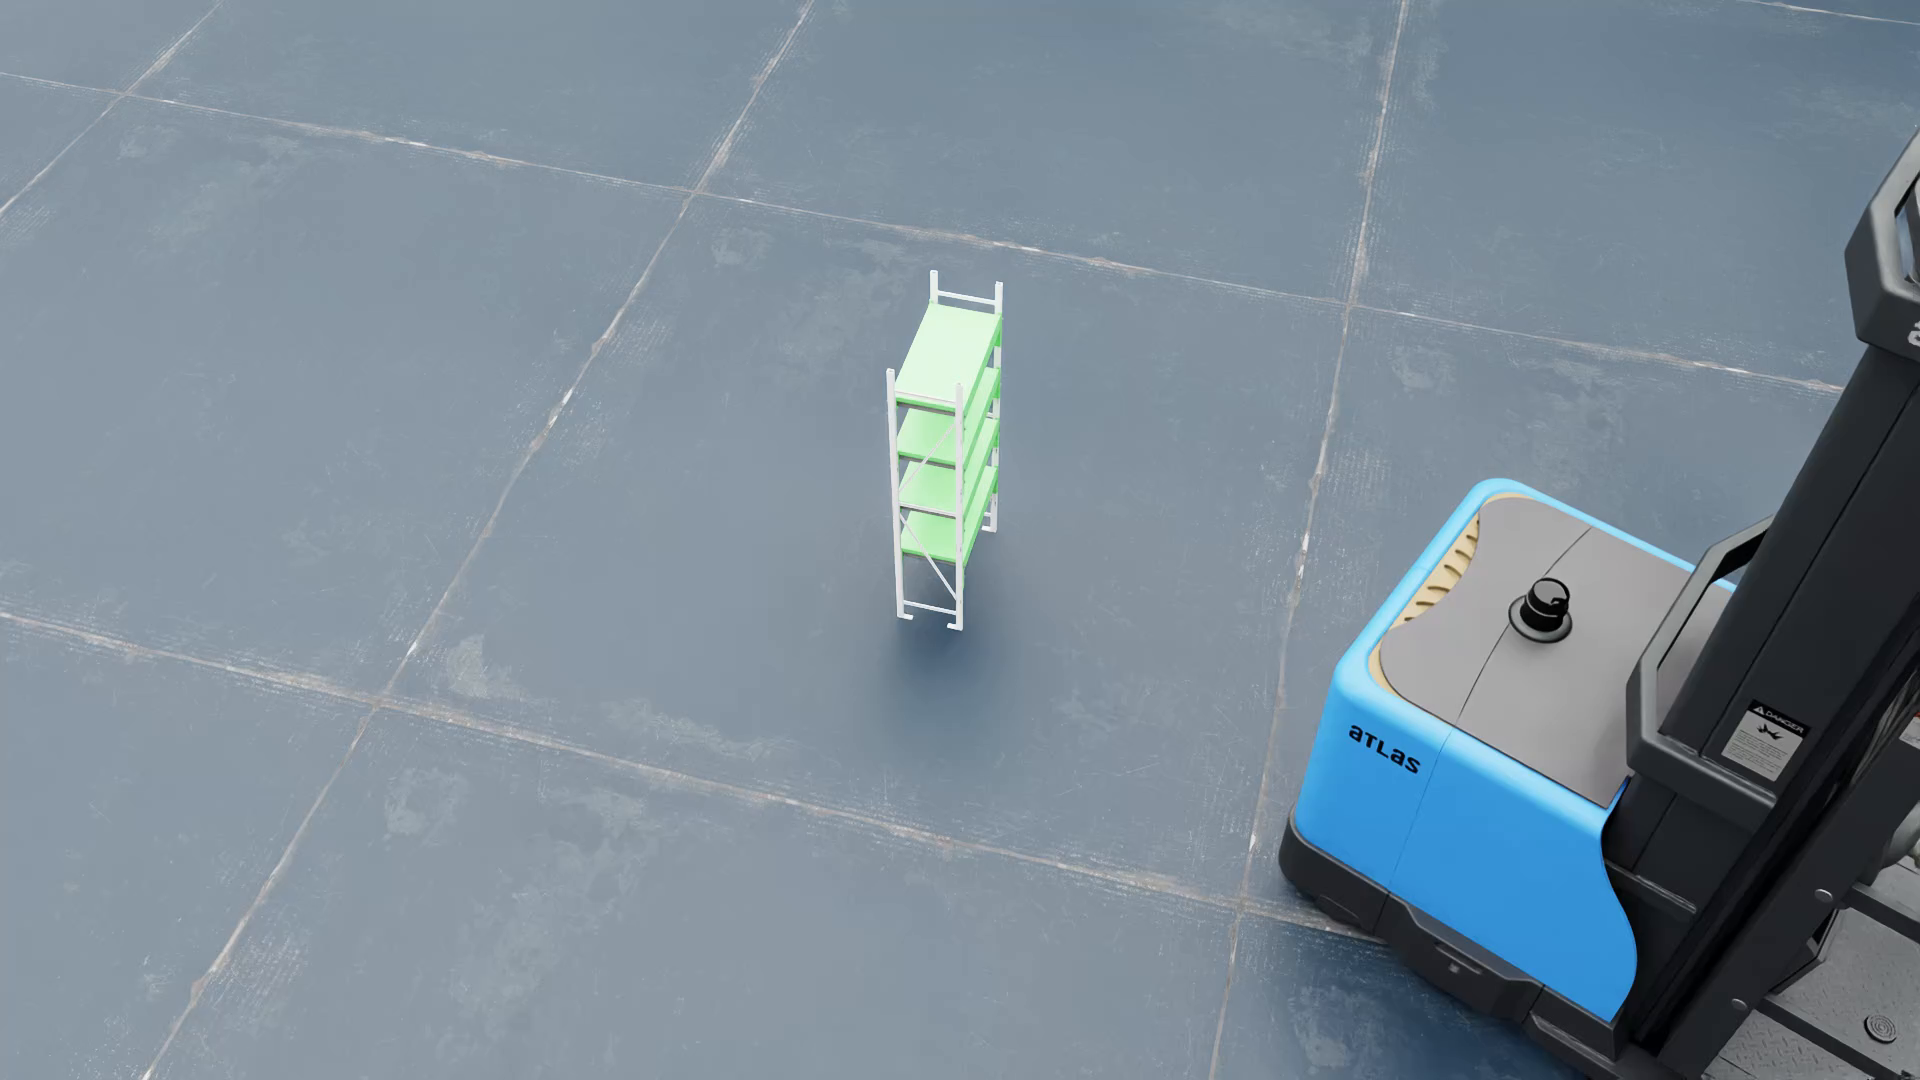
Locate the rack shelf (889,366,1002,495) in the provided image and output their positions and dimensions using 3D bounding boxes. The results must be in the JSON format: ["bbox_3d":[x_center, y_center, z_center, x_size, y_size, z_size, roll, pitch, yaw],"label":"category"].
[{"bbox_3d":[-0.044,-0.394,5.562,0.258,0.148,0.480,12,50,10],"label":"rack shelf"}]

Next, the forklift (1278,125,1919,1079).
[{"bbox_3d":[2.485,0.488,3.864,3.031,2.935,1.130,30,55,24],"label":"forklift"}]

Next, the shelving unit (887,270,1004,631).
[{"bbox_3d":[-0.044,-0.277,5.694,0.258,1.200,0.503,12,50,10],"label":"shelving unit"}]

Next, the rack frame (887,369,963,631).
[{"bbox_3d":[-0.108,-0.101,5.539,0.240,1.200,0.015,12,50,10],"label":"rack frame"}]

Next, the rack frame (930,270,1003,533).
[{"bbox_3d":[0.021,-0.454,5.850,0.240,1.200,0.015,12,50,10],"label":"rack frame"}]

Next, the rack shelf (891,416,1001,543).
[{"bbox_3d":[-0.044,-0.235,5.742,0.258,0.148,0.480,12,50,10],"label":"rack shelf"}]

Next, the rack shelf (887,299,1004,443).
[{"bbox_3d":[-0.044,-0.553,5.383,0.258,0.148,0.480,12,50,10],"label":"rack shelf"}]

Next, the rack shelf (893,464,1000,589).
[{"bbox_3d":[-0.044,-0.076,5.922,0.258,0.148,0.480,12,50,10],"label":"rack shelf"}]
